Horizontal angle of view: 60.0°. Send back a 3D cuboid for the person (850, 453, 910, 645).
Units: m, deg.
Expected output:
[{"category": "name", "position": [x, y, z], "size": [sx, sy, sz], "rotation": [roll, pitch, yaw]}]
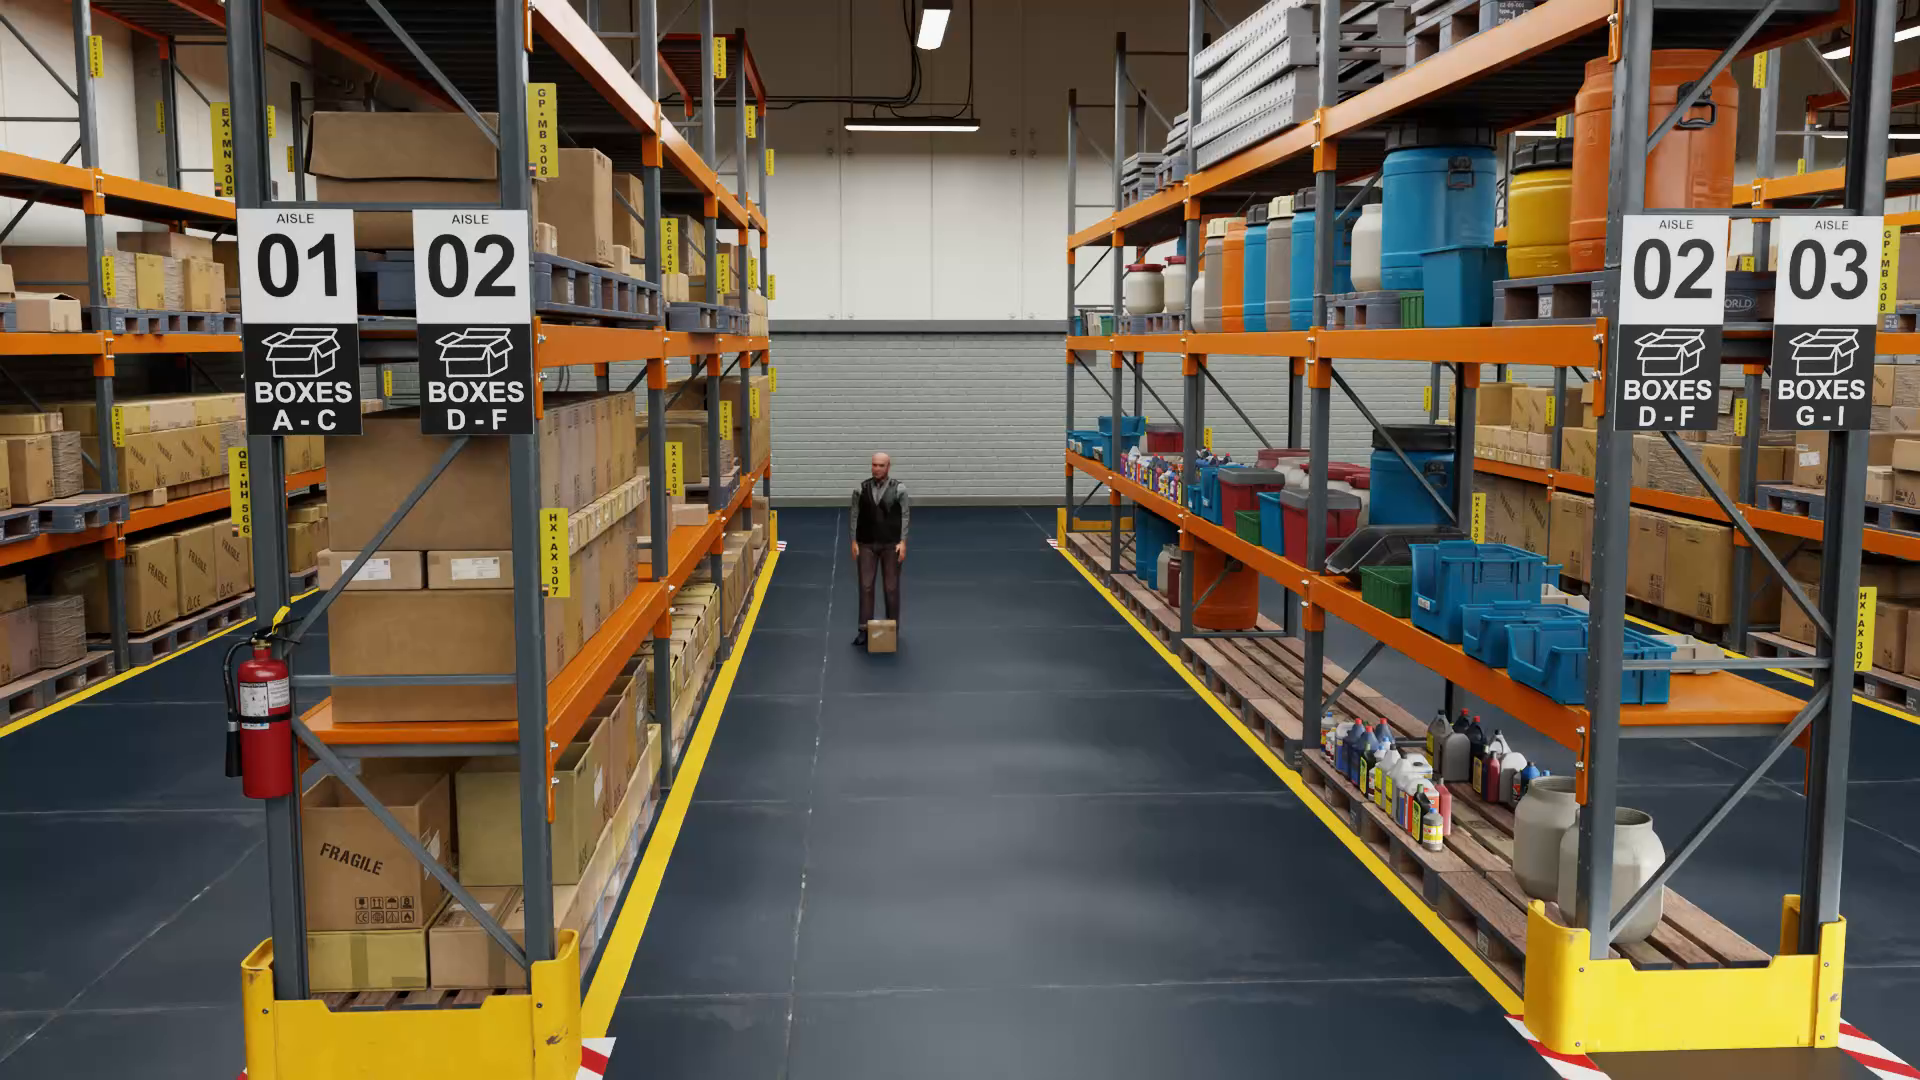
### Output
[{"category": "person", "position": [-0.742, 0.070, 15.239], "size": [0.555, 1.736, 0.523], "rotation": [1, 7, 6]}]
